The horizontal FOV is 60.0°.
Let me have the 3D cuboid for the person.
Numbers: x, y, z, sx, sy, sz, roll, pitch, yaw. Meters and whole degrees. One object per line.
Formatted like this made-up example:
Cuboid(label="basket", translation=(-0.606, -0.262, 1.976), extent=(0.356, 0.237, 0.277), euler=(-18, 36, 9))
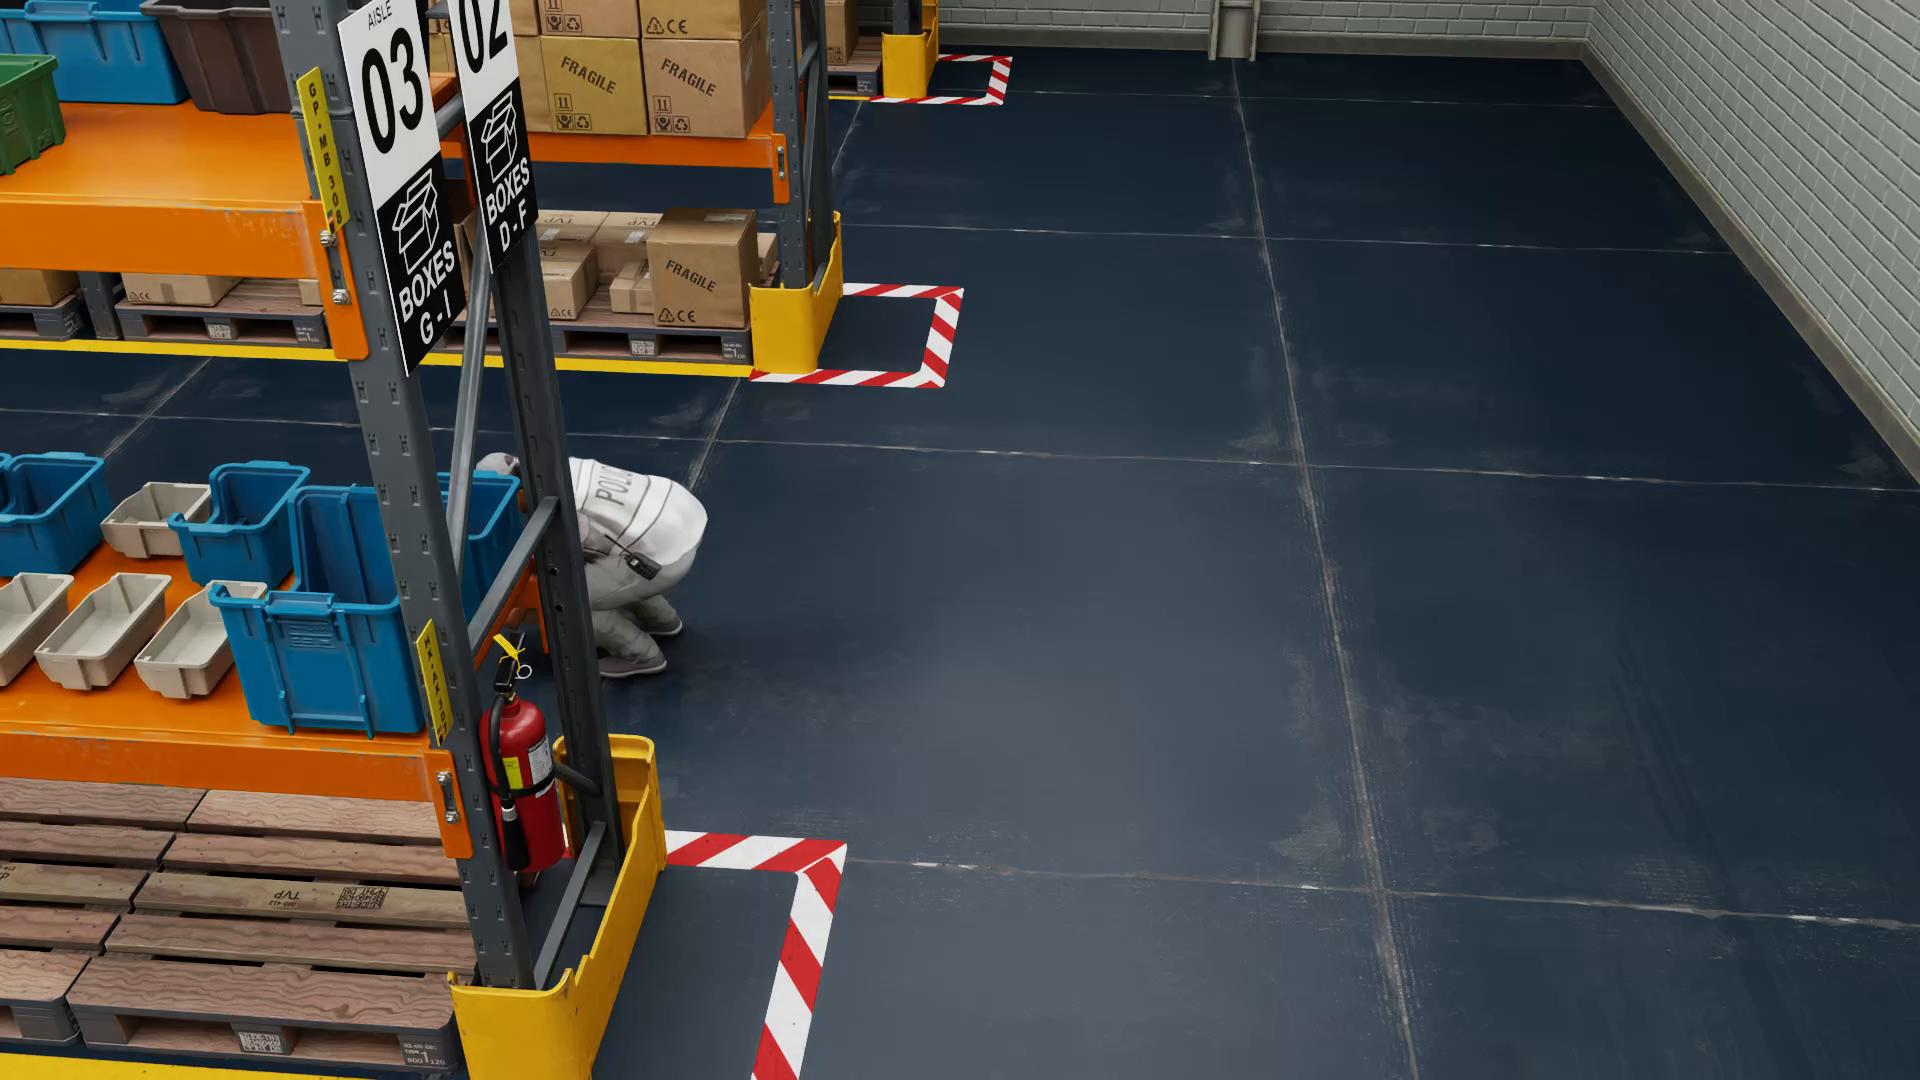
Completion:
Cuboid(label="person", translation=(-1.464, 0.063, 6.718), extent=(0.883, 0.948, 0.513), euler=(2, 32, 3))
